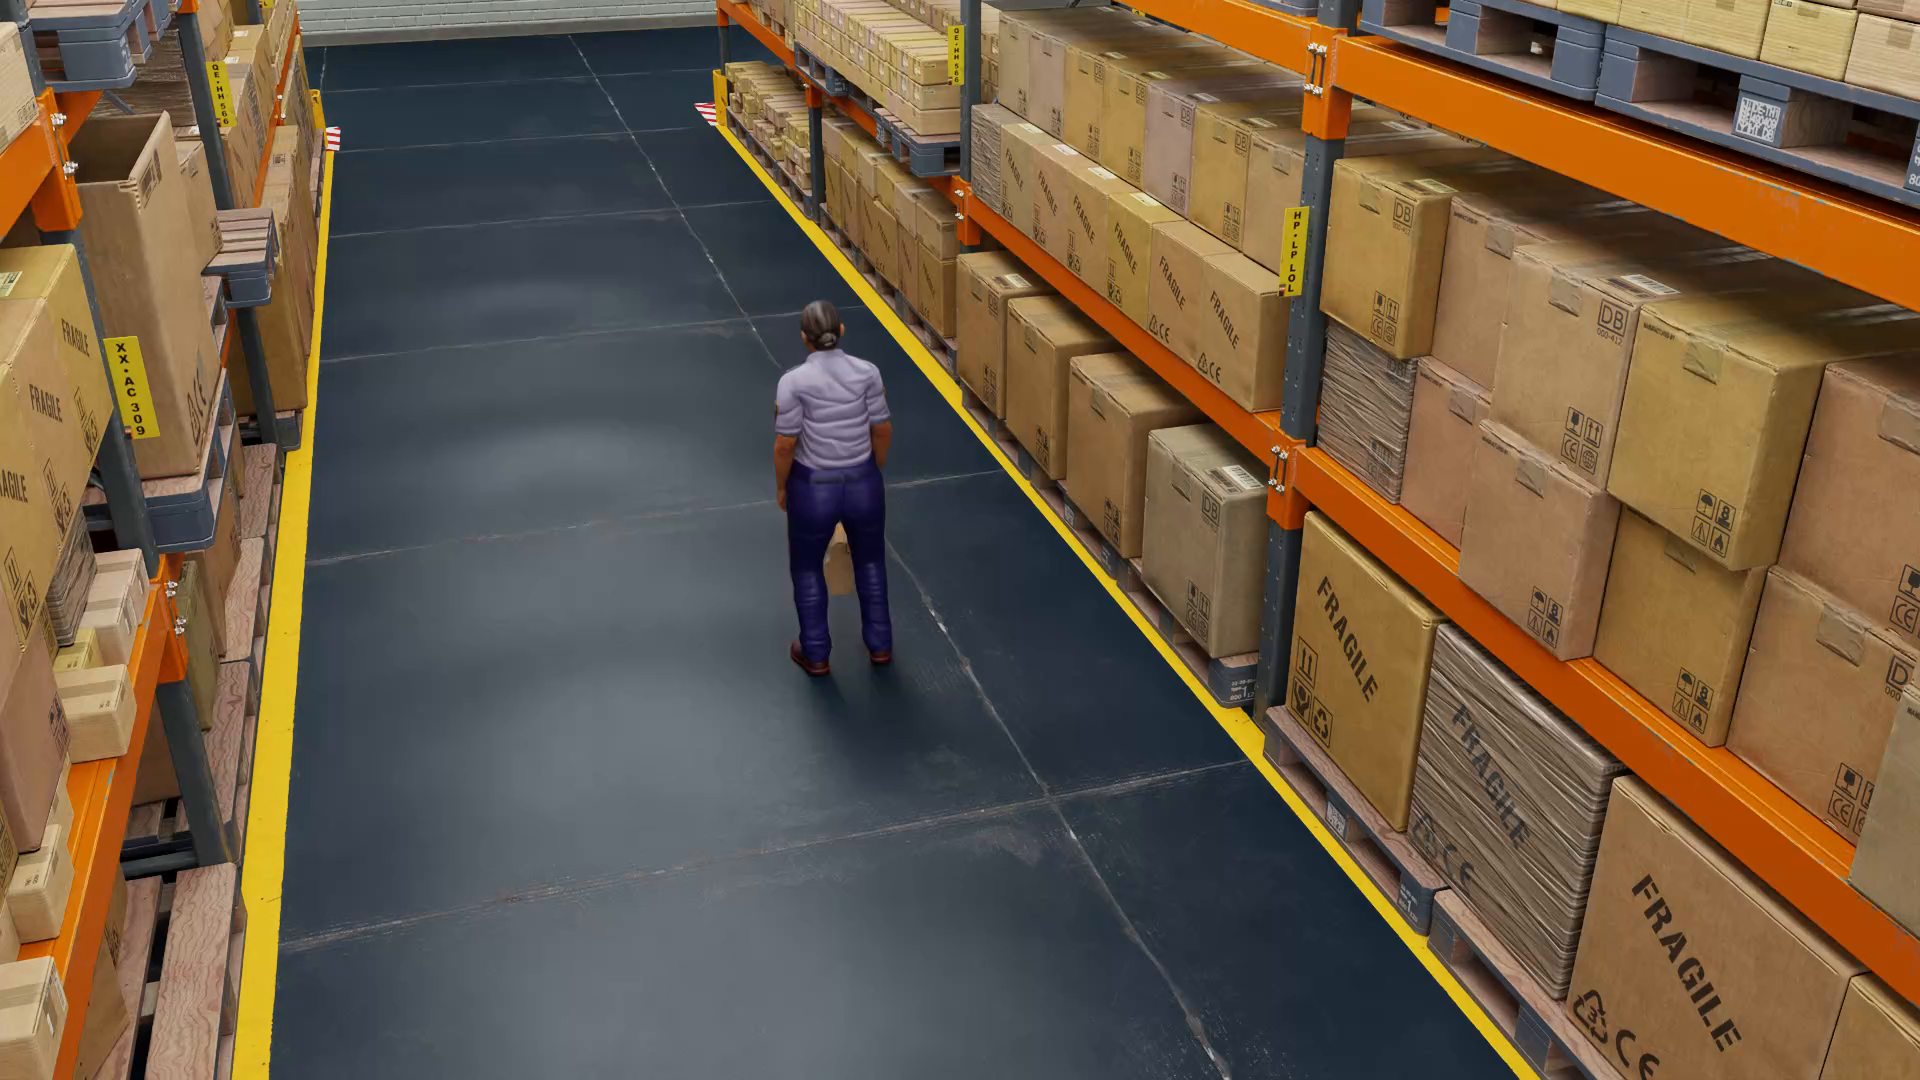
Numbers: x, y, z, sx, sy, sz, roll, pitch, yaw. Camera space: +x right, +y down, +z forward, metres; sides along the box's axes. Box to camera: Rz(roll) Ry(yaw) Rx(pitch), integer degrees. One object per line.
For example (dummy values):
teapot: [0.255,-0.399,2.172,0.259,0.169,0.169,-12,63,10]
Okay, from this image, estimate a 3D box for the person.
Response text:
person: [-0.526,-0.207,7.036,0.530,1.654,0.368,-9,28,-18]
